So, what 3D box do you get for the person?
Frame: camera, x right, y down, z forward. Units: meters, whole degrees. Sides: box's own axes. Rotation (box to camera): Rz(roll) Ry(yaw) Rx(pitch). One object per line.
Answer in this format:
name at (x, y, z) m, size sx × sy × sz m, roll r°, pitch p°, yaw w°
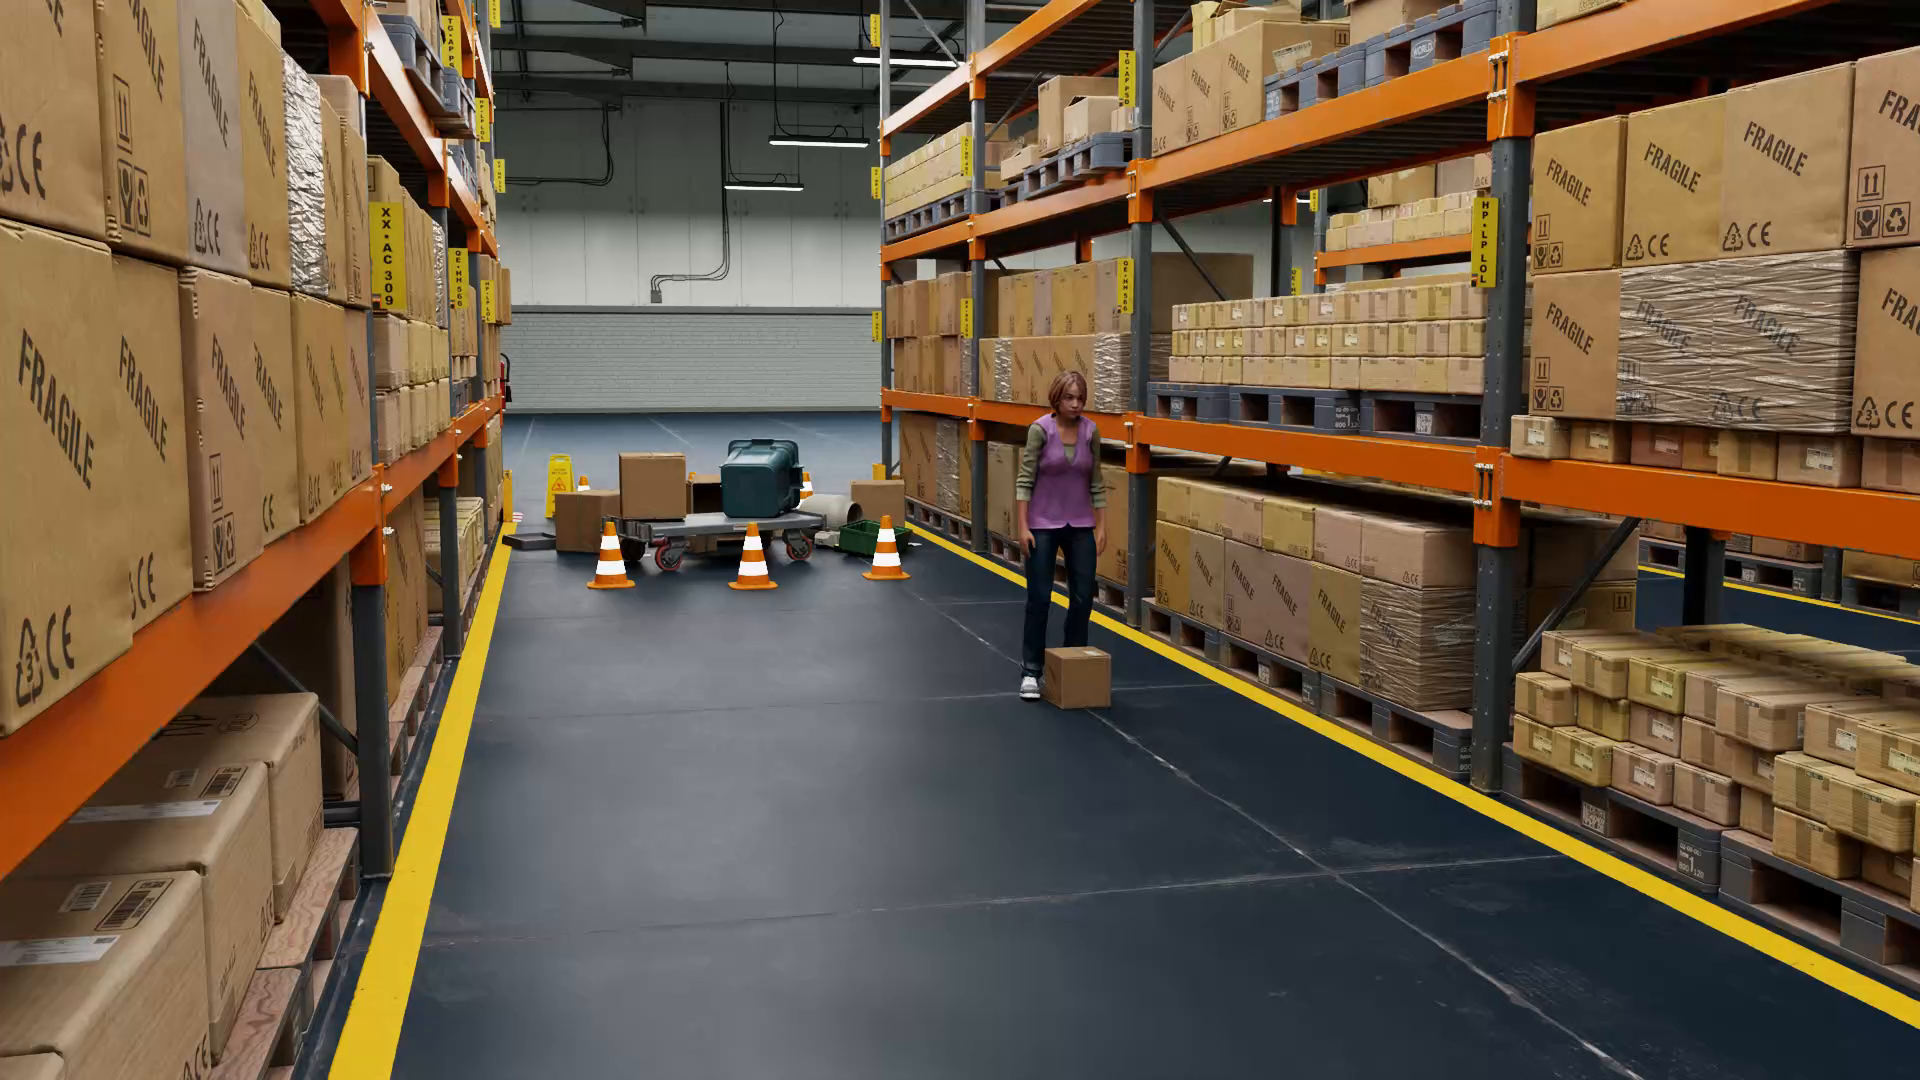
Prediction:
person at (0.502, -0.030, 8.145) m, size 0.463 × 1.593 × 0.365 m, roll -2°, pitch 7°, yaw -14°
